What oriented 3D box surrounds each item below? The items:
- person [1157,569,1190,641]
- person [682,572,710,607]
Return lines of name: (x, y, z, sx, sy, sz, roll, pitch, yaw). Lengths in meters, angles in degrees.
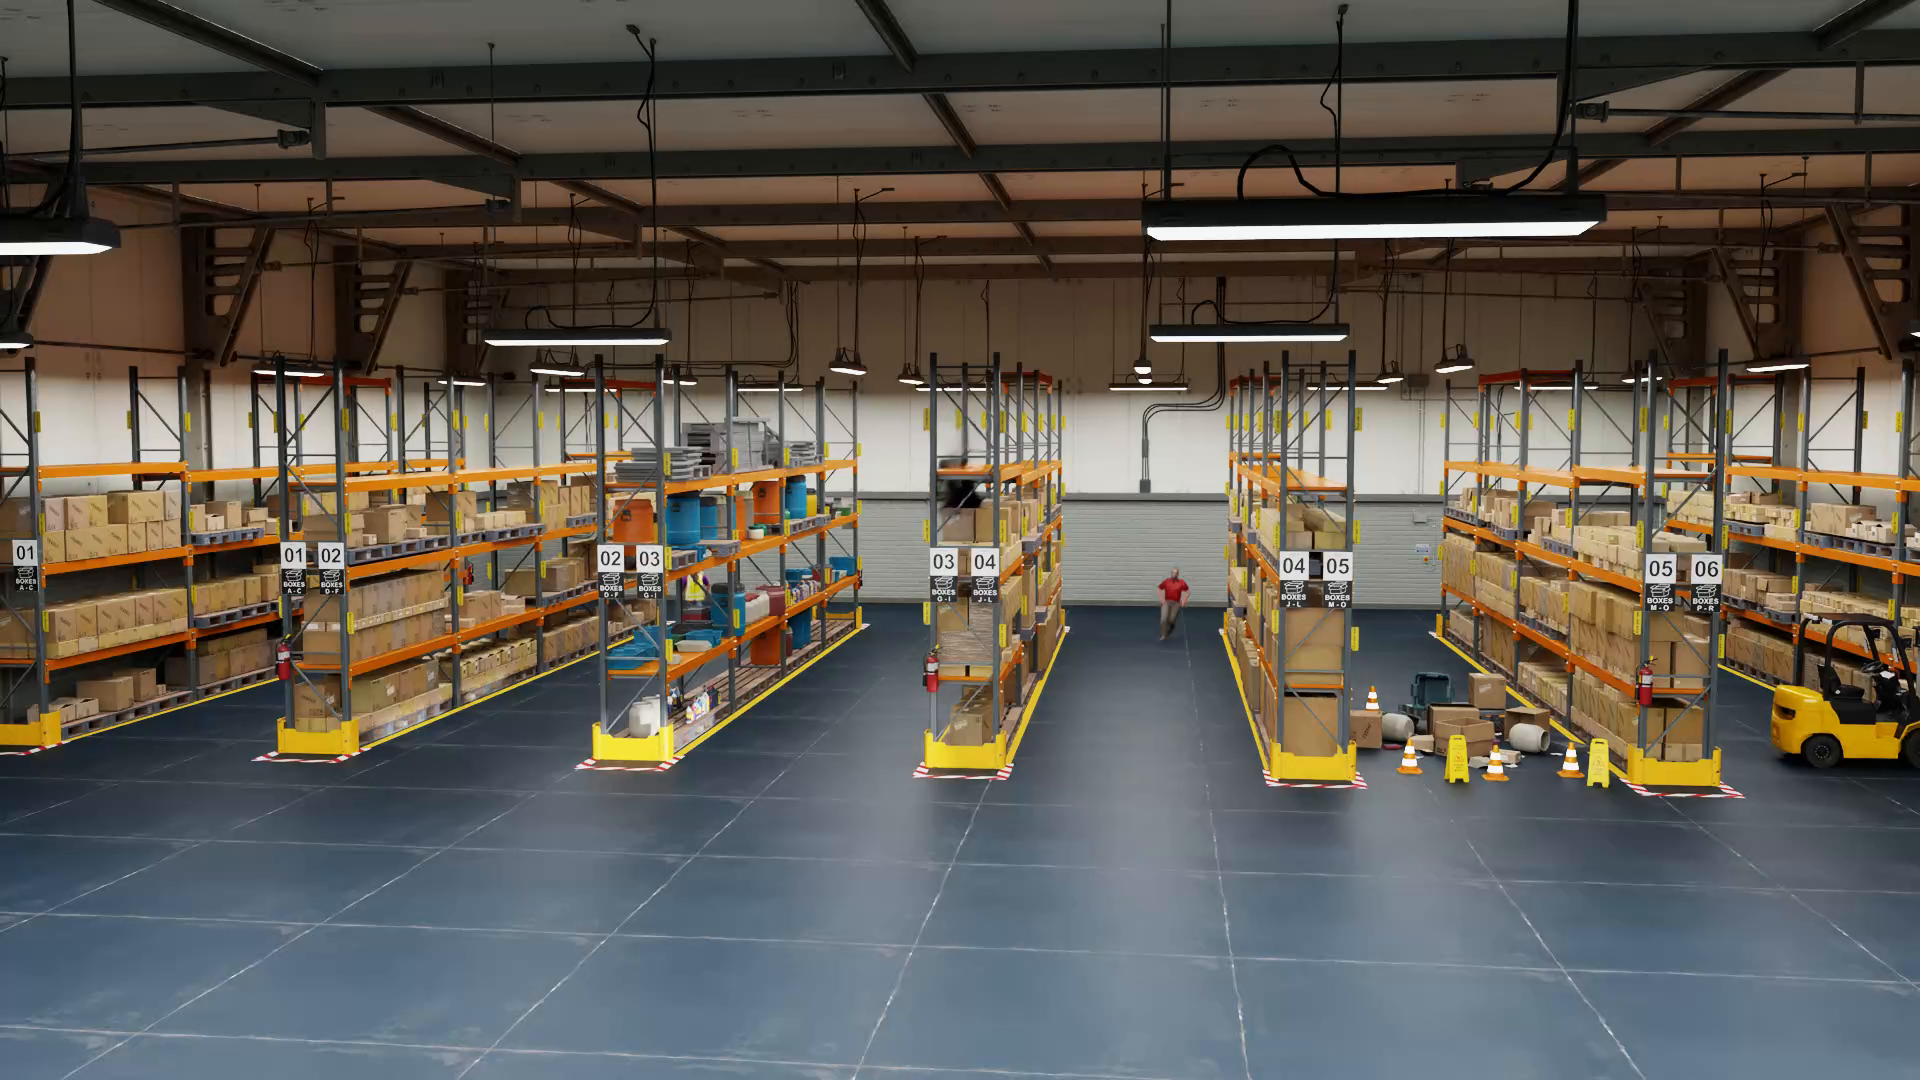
person: (4.890, 1.475, 38.179, 0.745, 1.656, 0.576, 1, 4, 15)
person: (-6.139, 1.411, 38.477, 0.703, 1.759, 0.900, -1, 4, -9)
